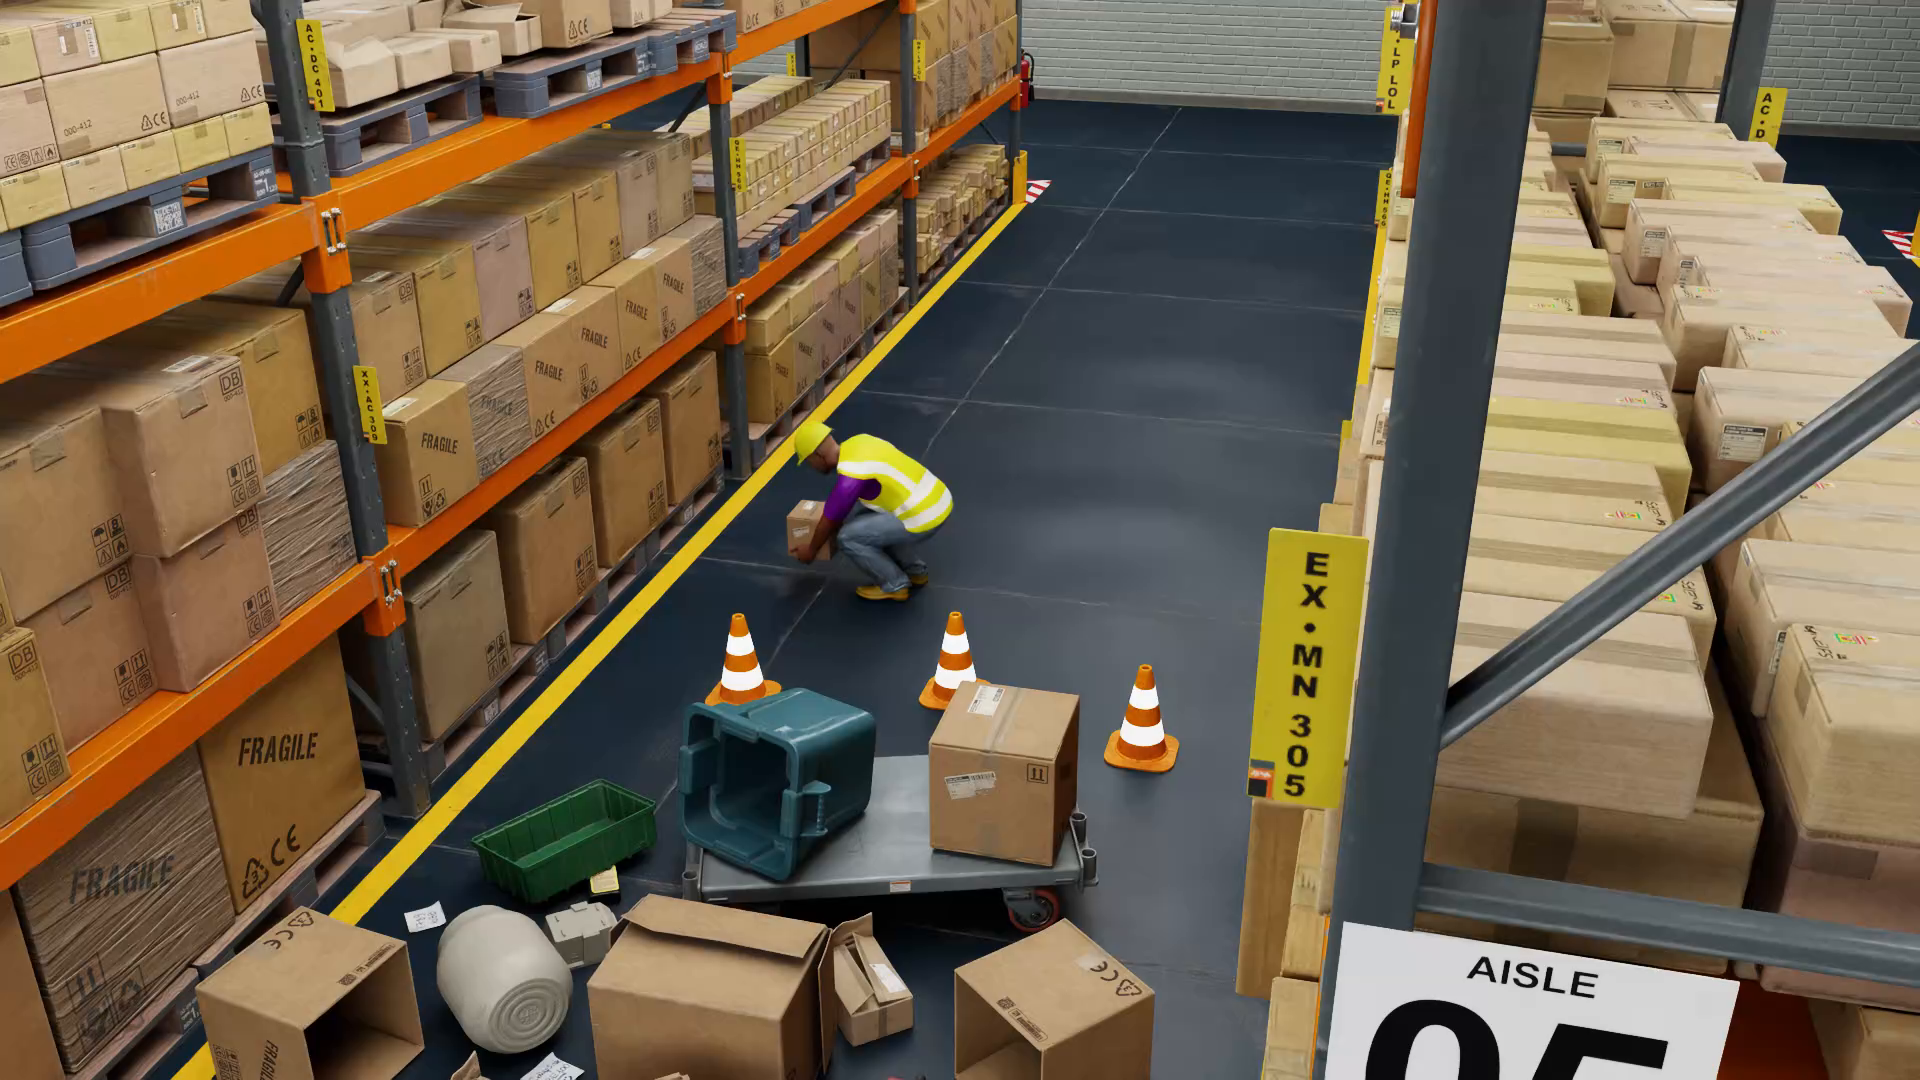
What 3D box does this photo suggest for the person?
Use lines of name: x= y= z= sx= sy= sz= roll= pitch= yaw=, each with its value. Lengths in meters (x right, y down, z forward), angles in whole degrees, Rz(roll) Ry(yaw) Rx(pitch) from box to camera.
person: x=-0.506 y=-0.170 z=9.341 sx=0.905 sy=1.011 sz=0.541 roll=6 pitch=26 yaw=12
